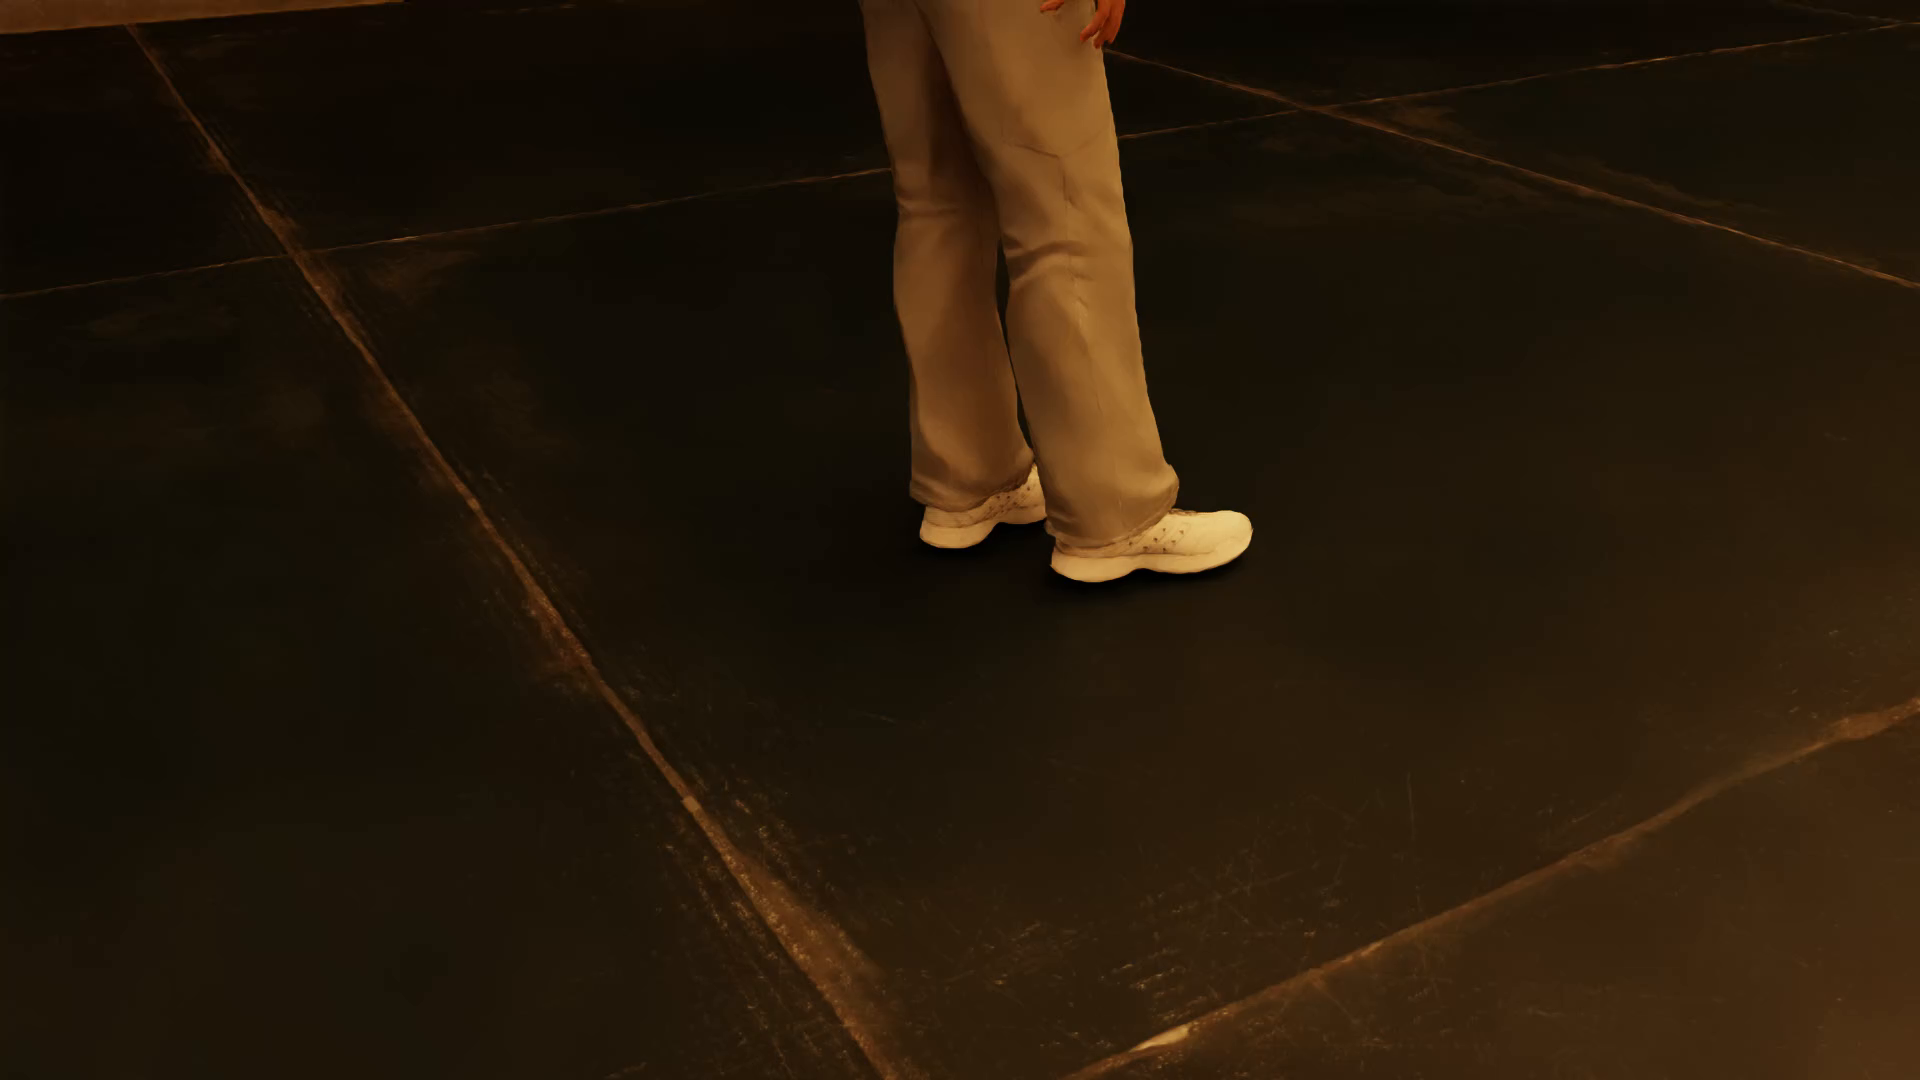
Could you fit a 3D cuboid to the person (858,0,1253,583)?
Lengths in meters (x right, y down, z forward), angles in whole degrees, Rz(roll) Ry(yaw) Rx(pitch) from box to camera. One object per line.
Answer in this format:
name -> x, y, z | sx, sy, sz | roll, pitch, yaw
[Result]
person -> 0.071, -0.765, 2.140 | 0.548, 1.674, 0.550 | -15, 30, -26
